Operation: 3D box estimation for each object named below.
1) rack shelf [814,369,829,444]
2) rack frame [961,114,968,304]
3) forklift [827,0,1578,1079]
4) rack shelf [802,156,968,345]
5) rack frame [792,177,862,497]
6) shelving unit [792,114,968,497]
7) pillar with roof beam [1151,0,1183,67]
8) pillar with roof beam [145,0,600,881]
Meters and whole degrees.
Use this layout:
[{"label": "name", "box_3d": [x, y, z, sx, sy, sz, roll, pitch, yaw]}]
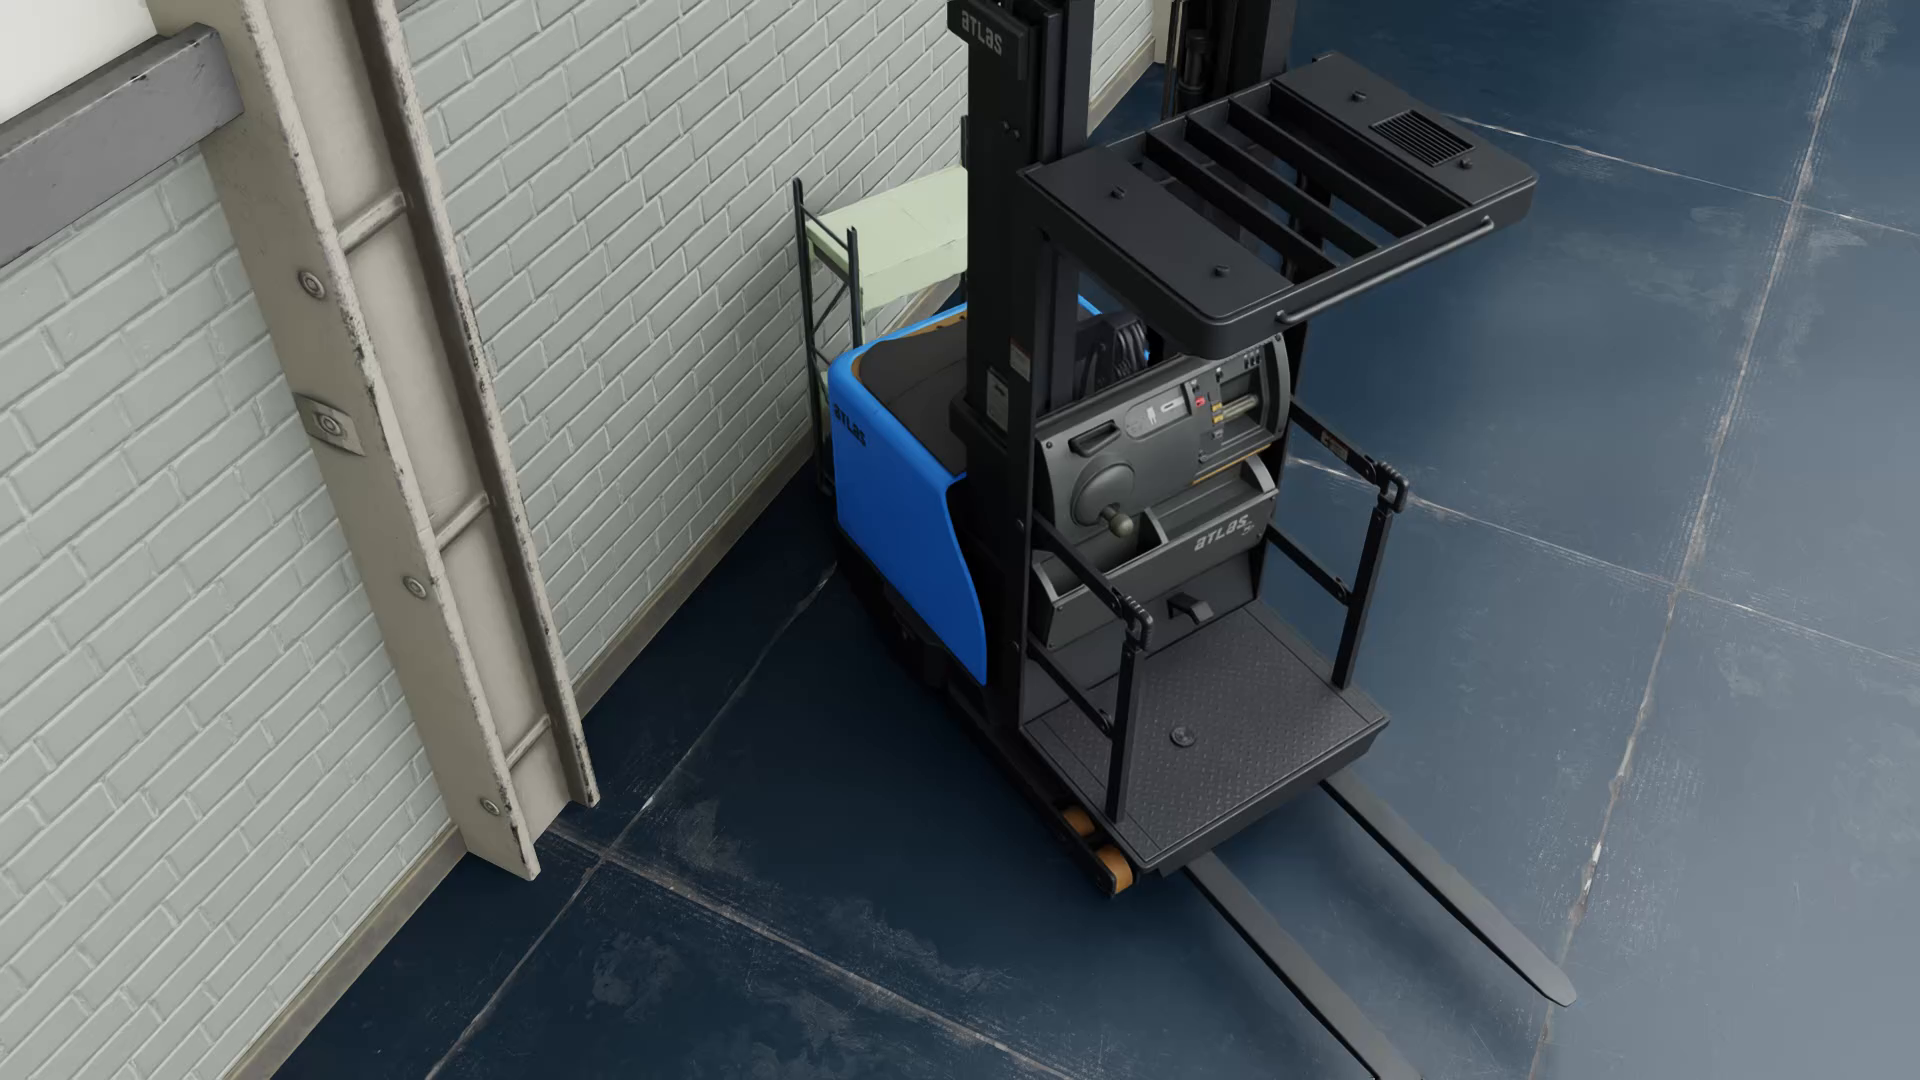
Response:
[{"label": "rack shelf", "box_3d": [-0.174, -0.565, 6.712, 0.720, 0.370, 0.431, -26, 51, -24]}, {"label": "rack frame", "box_3d": [0.126, -0.942, 6.627, 0.023, 1.500, 0.400, -26, 51, -24]}, {"label": "forklift", "box_3d": [0.757, -0.238, 4.925, 1.130, 2.935, 3.031, -26, 51, -23]}, {"label": "rack shelf", "box_3d": [-0.174, -1.068, 6.203, 0.720, 0.370, 0.431, -26, 51, -24]}, {"label": "rack frame", "box_3d": [-0.475, -0.645, 6.333, 0.023, 1.500, 0.400, -26, 51, -24]}, {"label": "shelving unit", "box_3d": [-0.174, -0.794, 6.480, 0.755, 1.500, 0.431, -26, 51, -24]}, {"label": "pillar with roof beam", "box_3d": [5.108, -4.544, 4.914, 9.100, 9.000, 0.400, 20, 49, 19]}, {"label": "pillar with roof beam", "box_3d": [2.323, -0.764, 1.178, 9.100, 9.000, 0.400, 20, 49, 19]}]
